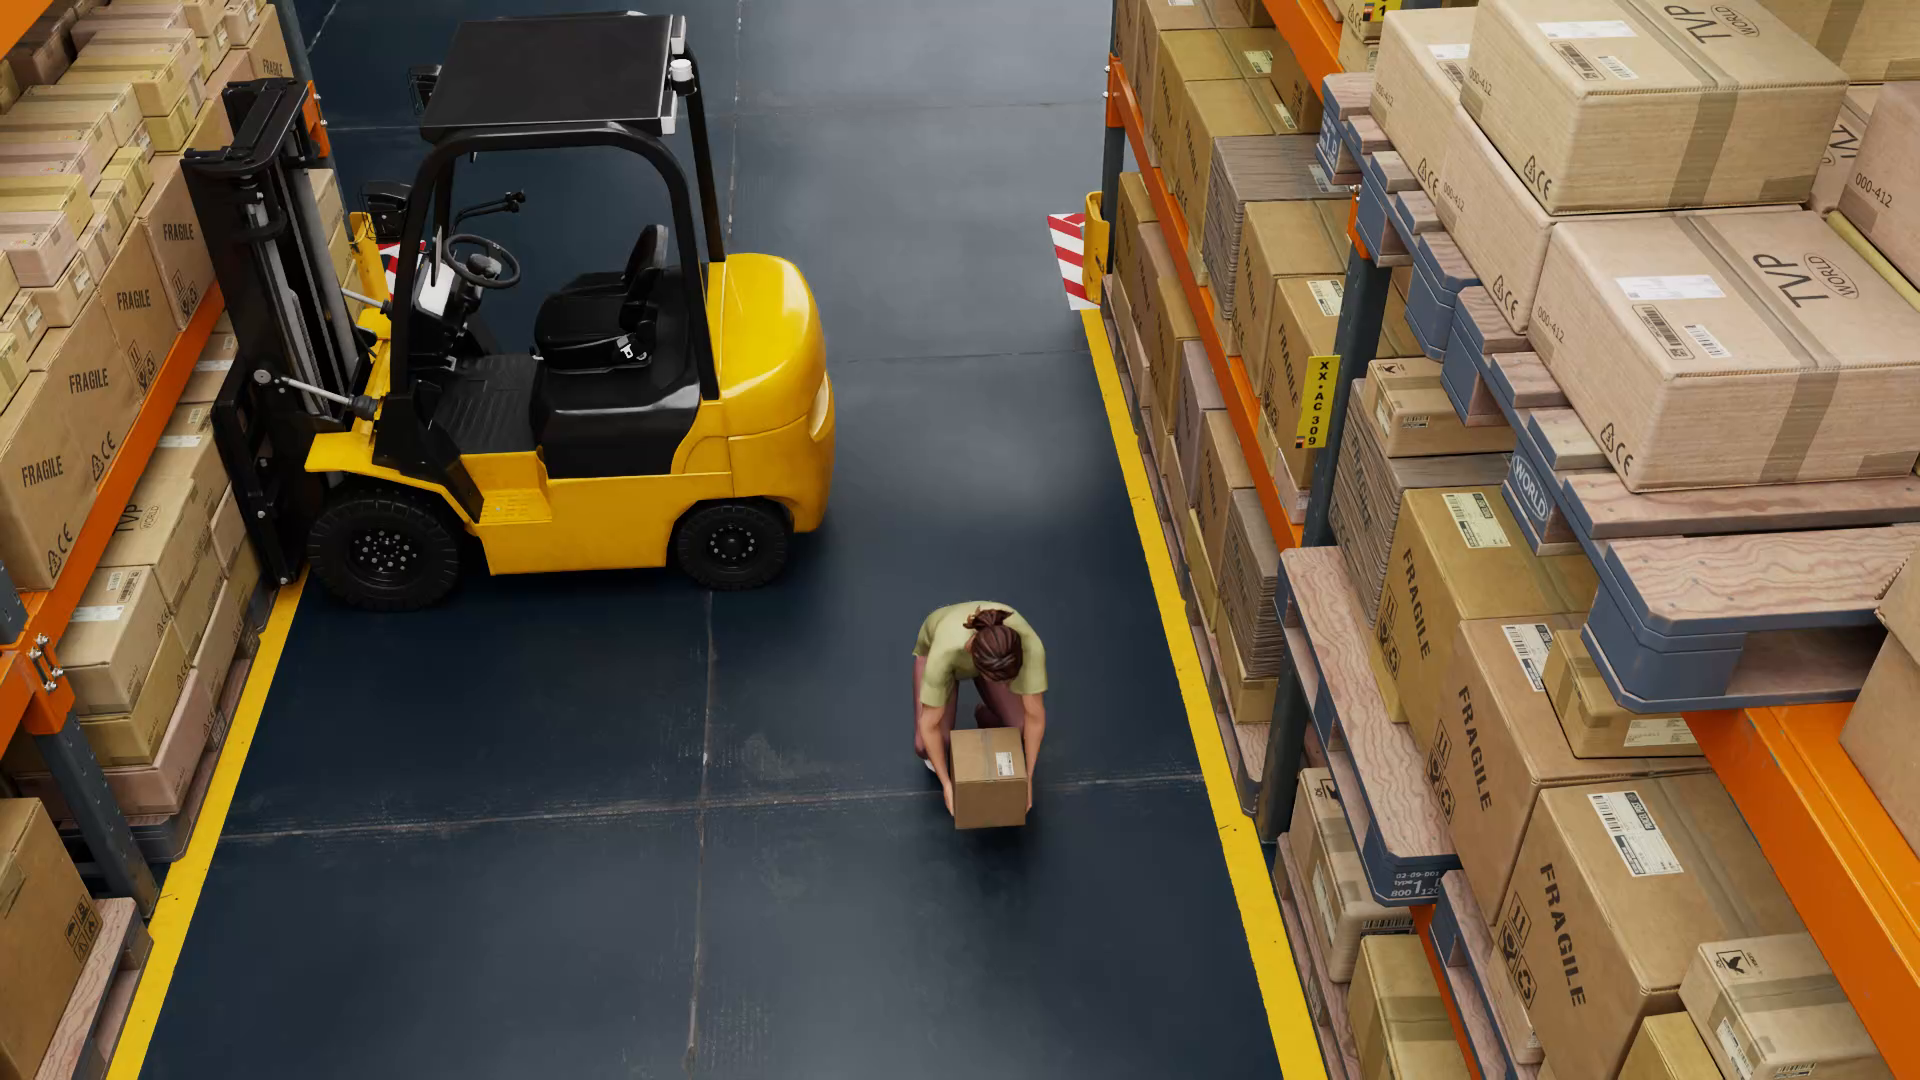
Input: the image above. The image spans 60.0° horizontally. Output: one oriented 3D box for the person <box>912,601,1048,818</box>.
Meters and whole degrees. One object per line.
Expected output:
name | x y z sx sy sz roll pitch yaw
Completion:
person | 0.060 0.535 6.097 0.488 0.928 0.810 -5 39 -6
